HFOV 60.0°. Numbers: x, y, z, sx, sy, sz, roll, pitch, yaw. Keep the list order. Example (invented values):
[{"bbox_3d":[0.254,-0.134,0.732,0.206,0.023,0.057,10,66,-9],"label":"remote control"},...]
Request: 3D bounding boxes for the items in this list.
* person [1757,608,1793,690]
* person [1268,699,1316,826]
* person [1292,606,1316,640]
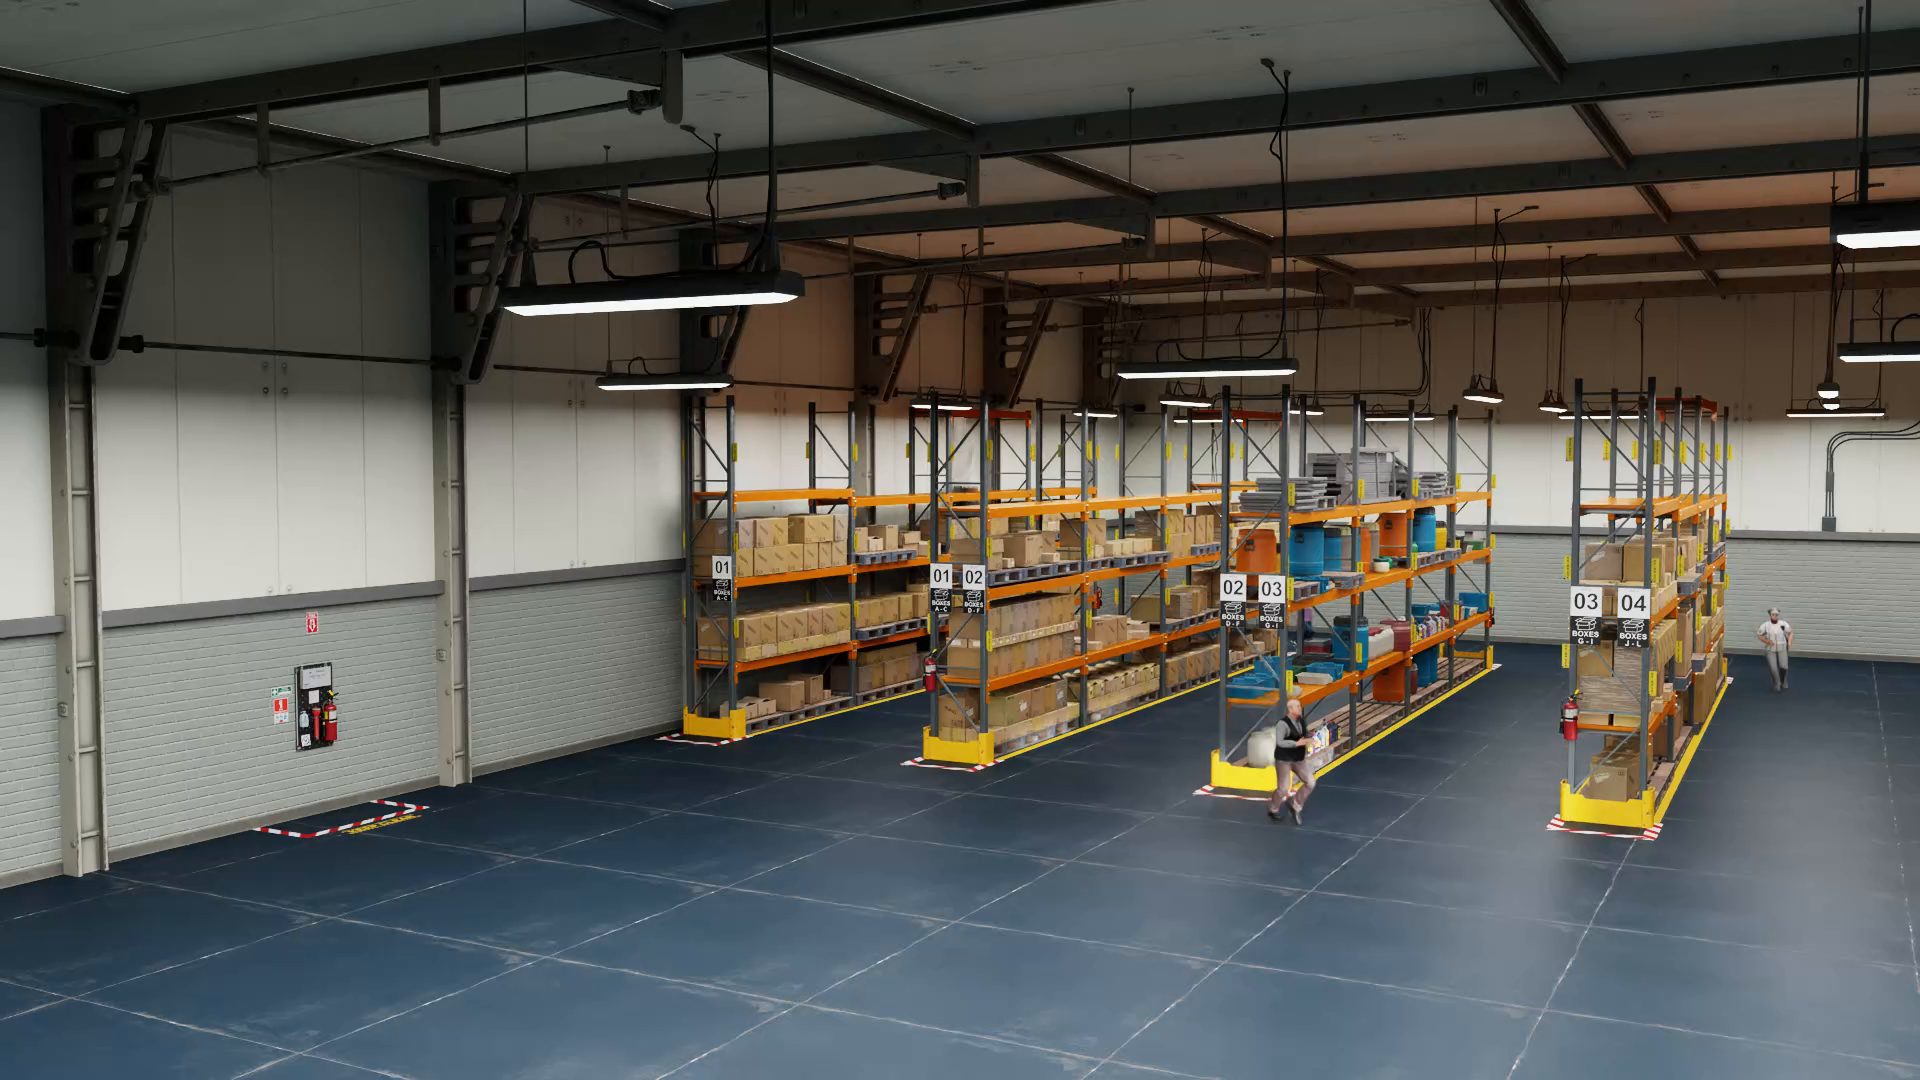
[{"bbox_3d":[17.115,2.292,34.898,0.688,1.741,0.527,1,3,21],"label":"person"},{"bbox_3d":[4.436,2.969,22.271,0.682,1.709,0.805,-2,4,-36],"label":"person"},{"bbox_3d":[8.581,2.040,41.448,0.605,1.606,0.637,-2,4,-34],"label":"person"}]
